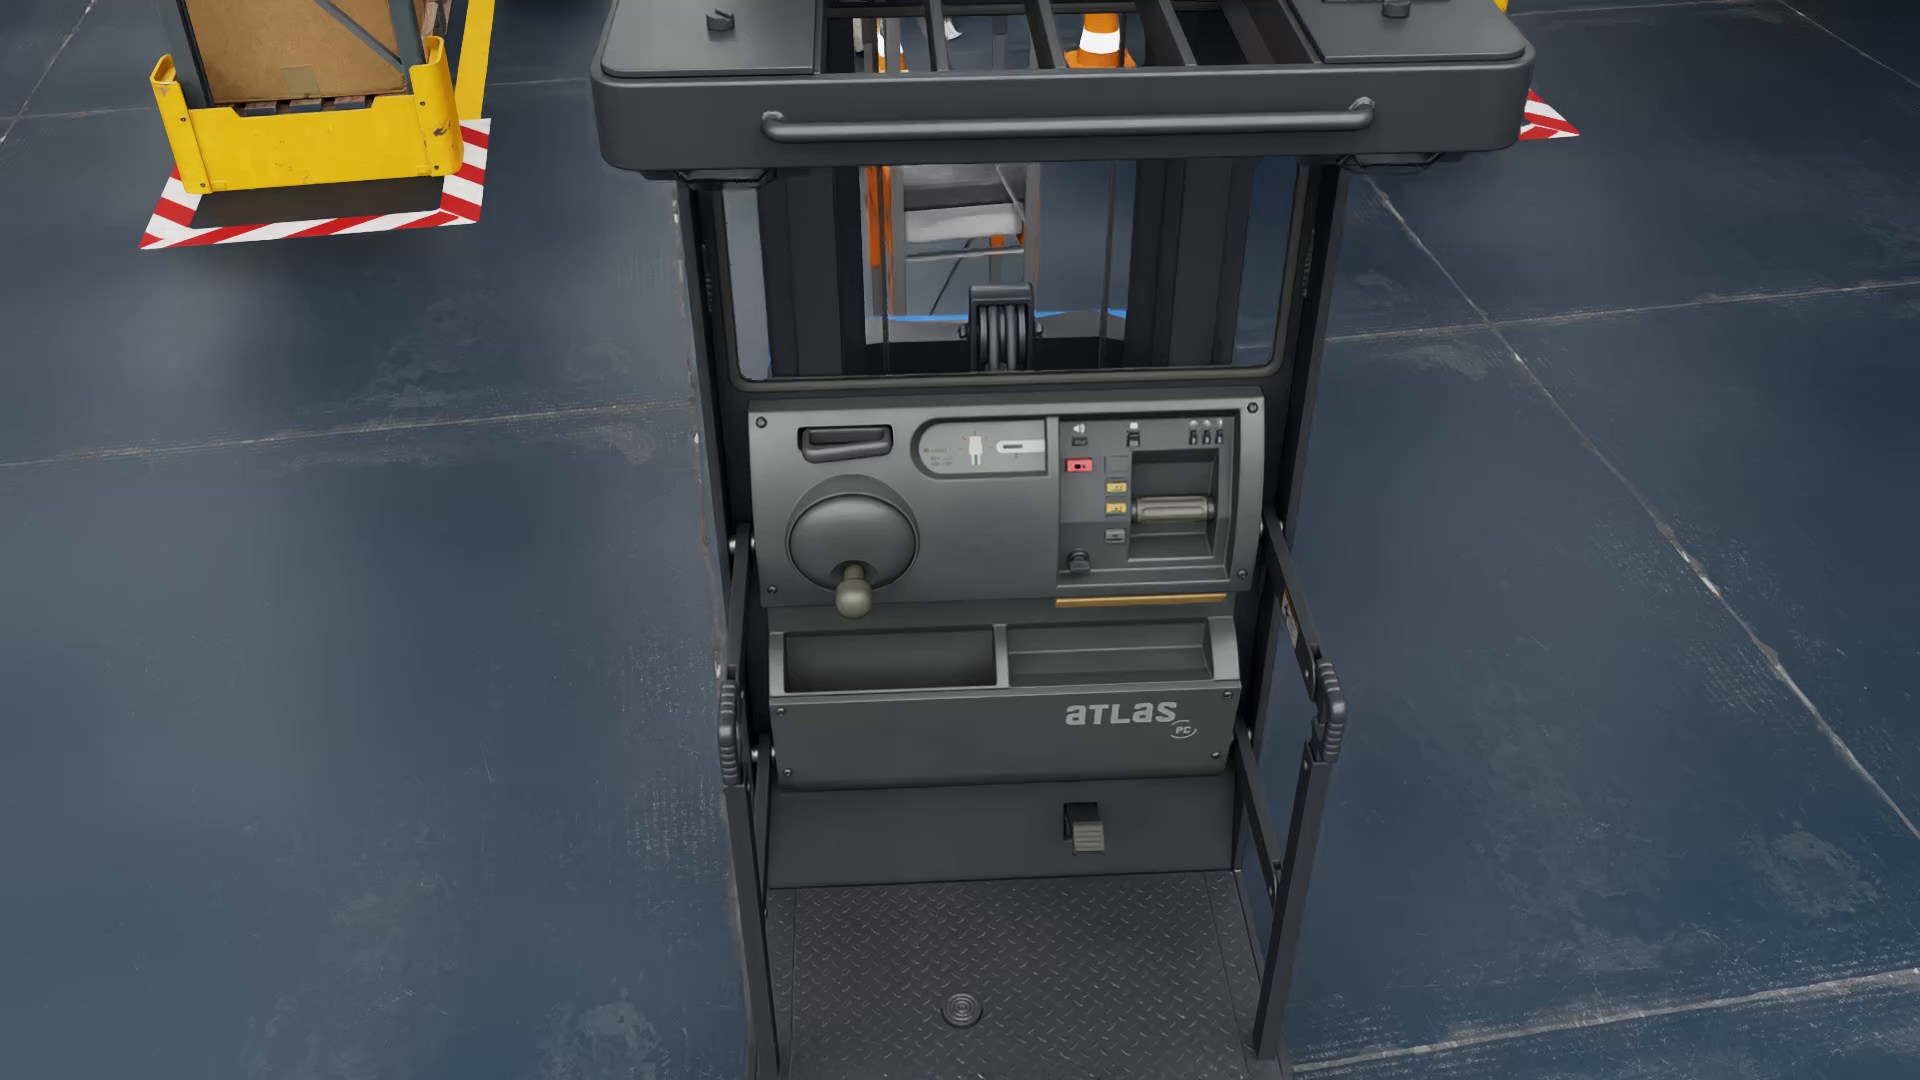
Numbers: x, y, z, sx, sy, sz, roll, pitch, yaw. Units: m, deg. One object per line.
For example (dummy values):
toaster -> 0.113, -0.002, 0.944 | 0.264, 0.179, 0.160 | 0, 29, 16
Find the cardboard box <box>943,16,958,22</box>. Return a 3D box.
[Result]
cardboard box -> -0.172, -2.892, 8.851 | 0.380, 0.149, 0.250 | 13, 40, 16

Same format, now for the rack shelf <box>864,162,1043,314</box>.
rack shelf -> -0.029, -0.918, 4.743 | 0.431, 0.518, 0.480 | -6, 38, -8

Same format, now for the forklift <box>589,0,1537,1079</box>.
forklift -> 0.102, 0.005, 2.855 | 1.130, 2.935, 3.031 | -2, 38, -2

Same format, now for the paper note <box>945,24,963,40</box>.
paper note -> -0.079, -2.628, 8.608 | 0.148, 0.019, 0.142 | -20, 42, -23

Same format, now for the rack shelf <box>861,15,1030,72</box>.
rack shelf -> -0.029, -1.471, 4.313 | 0.431, 0.518, 0.480 | -6, 38, -8

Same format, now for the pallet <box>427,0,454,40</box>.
pallet -> -3.237, -2.959, 8.886 | 1.003, 0.211, 1.213 | -6, 38, -8

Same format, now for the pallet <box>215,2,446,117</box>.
pallet -> -3.027, -2.223, 7.940 | 1.003, 0.211, 1.213 | -6, 38, -8

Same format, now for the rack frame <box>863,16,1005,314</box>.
rack frame -> -0.072, -1.077, 4.924 | 0.400, 2.100, 0.015 | -6, 38, -8

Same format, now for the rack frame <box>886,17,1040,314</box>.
rack frame -> 0.014, -0.782, 4.545 | 0.400, 2.100, 0.015 | -6, 38, -8

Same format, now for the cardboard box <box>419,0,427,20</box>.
cardboard box -> -3.150, -3.111, 8.198 | 0.875, 0.875, 0.875 | -7, 38, -9

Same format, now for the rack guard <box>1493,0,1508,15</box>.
rack guard -> 2.033, -2.502, 8.063 | 1.175, 0.500, 0.348 | -6, 38, -8

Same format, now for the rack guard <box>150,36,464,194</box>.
rack guard -> -2.805, -1.848, 7.222 | 1.175, 0.500, 0.348 | -6, 38, -8

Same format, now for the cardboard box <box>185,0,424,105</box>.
cardboard box -> -2.994, -2.579, 7.515 | 0.875, 0.875, 0.875 | -6, 38, -8

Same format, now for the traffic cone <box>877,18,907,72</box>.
traffic cone -> -0.333, -2.238, 7.753 | 0.336, 0.463, 0.334 | -6, 38, -8

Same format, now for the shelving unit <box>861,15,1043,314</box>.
shelving unit -> -0.029, -0.929, 4.735 | 0.431, 2.100, 0.503 | -6, 38, -8

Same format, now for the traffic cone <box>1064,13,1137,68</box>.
traffic cone -> 0.701, -2.563, 8.171 | 0.336, 0.463, 0.334 | -6, 38, -8

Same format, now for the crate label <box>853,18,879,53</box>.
crate label -> -0.531, -2.577, 8.456 | 0.250, 0.136, 0.298 | -27, 45, -31

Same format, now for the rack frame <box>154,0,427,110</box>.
rack frame -> -2.810, -2.850, 6.474 | 1.000, 3.000, 0.127 | -6, 38, -8
